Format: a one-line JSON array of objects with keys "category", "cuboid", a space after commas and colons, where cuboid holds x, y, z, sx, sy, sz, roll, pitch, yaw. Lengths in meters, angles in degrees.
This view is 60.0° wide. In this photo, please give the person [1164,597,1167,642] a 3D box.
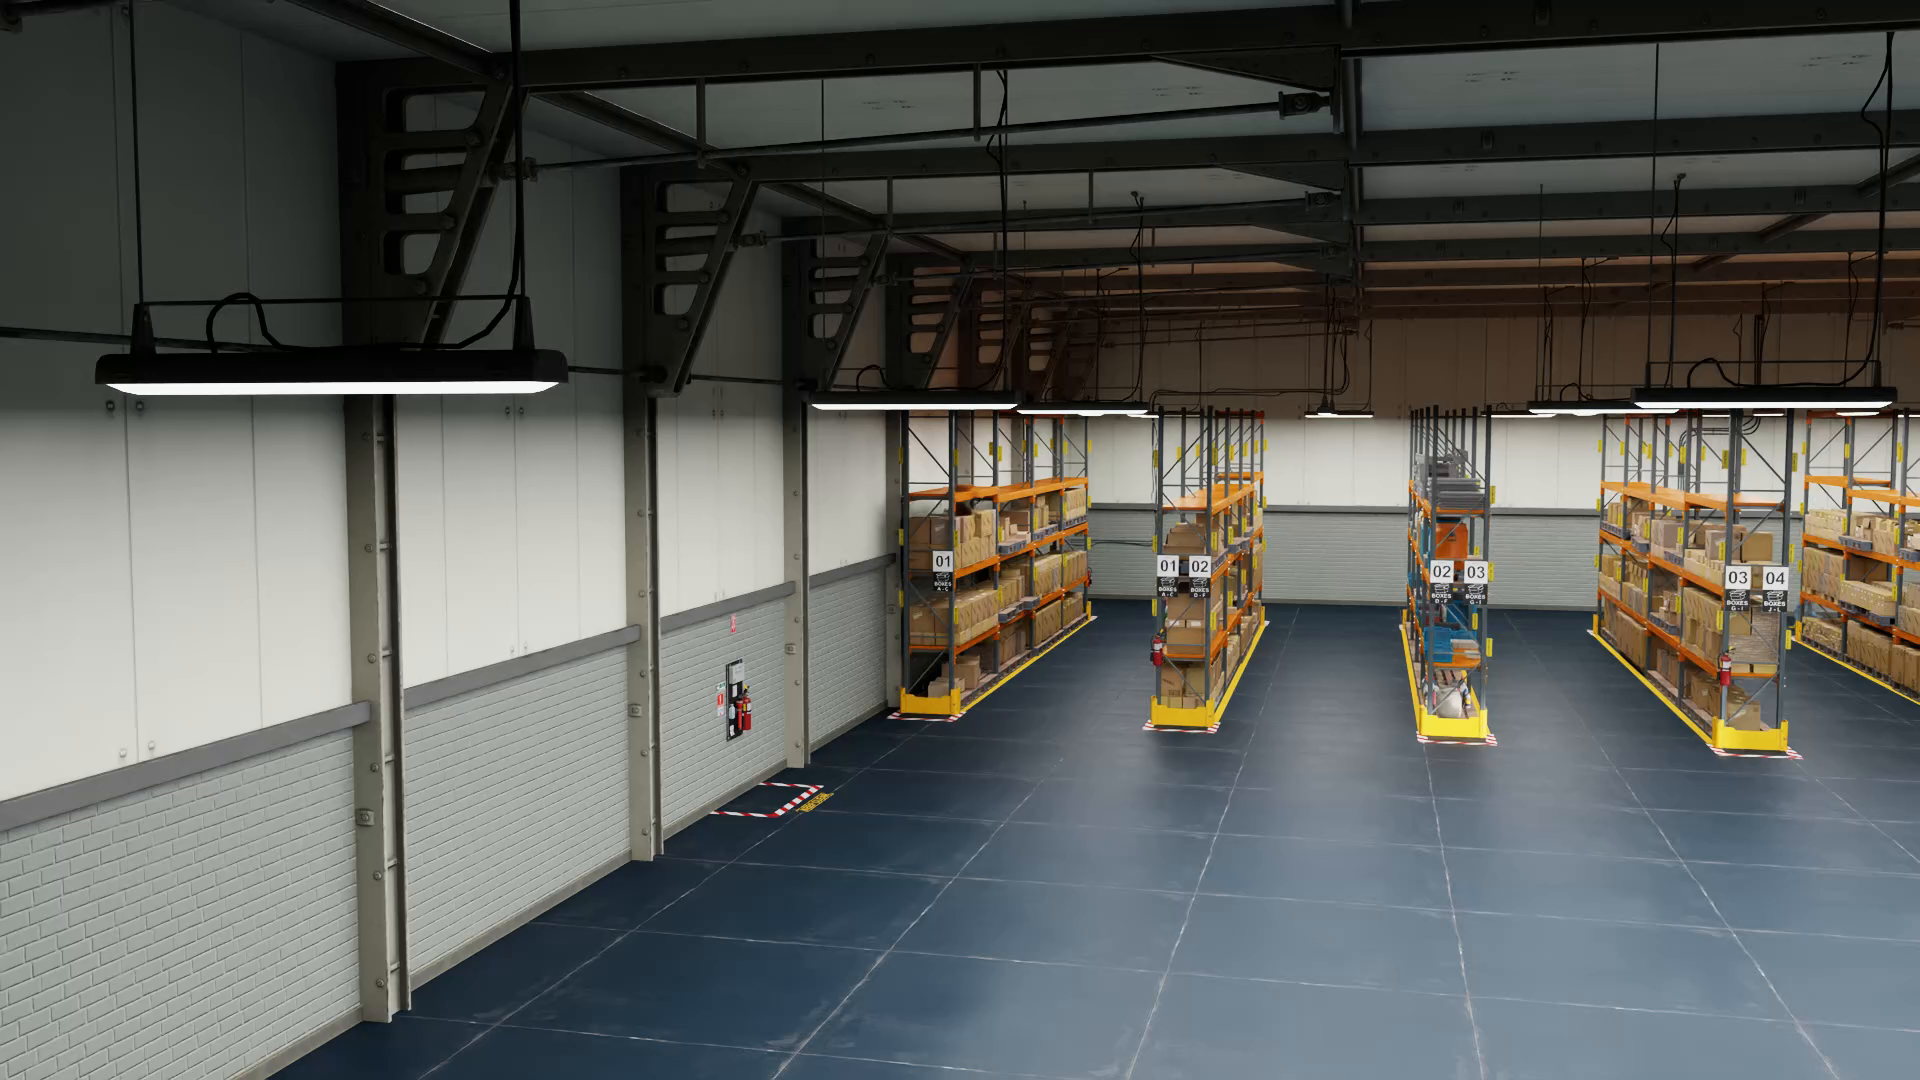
[{"category": "person", "cuboid": [5.465, 1.732, 43.007, 0.400, 1.790, 0.636, 0, 4, 1]}]

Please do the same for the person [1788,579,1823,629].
[{"category": "person", "cuboid": [23.150, 1.591, 45.411, 0.933, 1.736, 0.596, 0, 4, 3]}]

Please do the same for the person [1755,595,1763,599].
[{"category": "person", "cuboid": [19.512, 1.915, 41.022, 0.687, 1.728, 0.999, 1, 4, 12]}]
